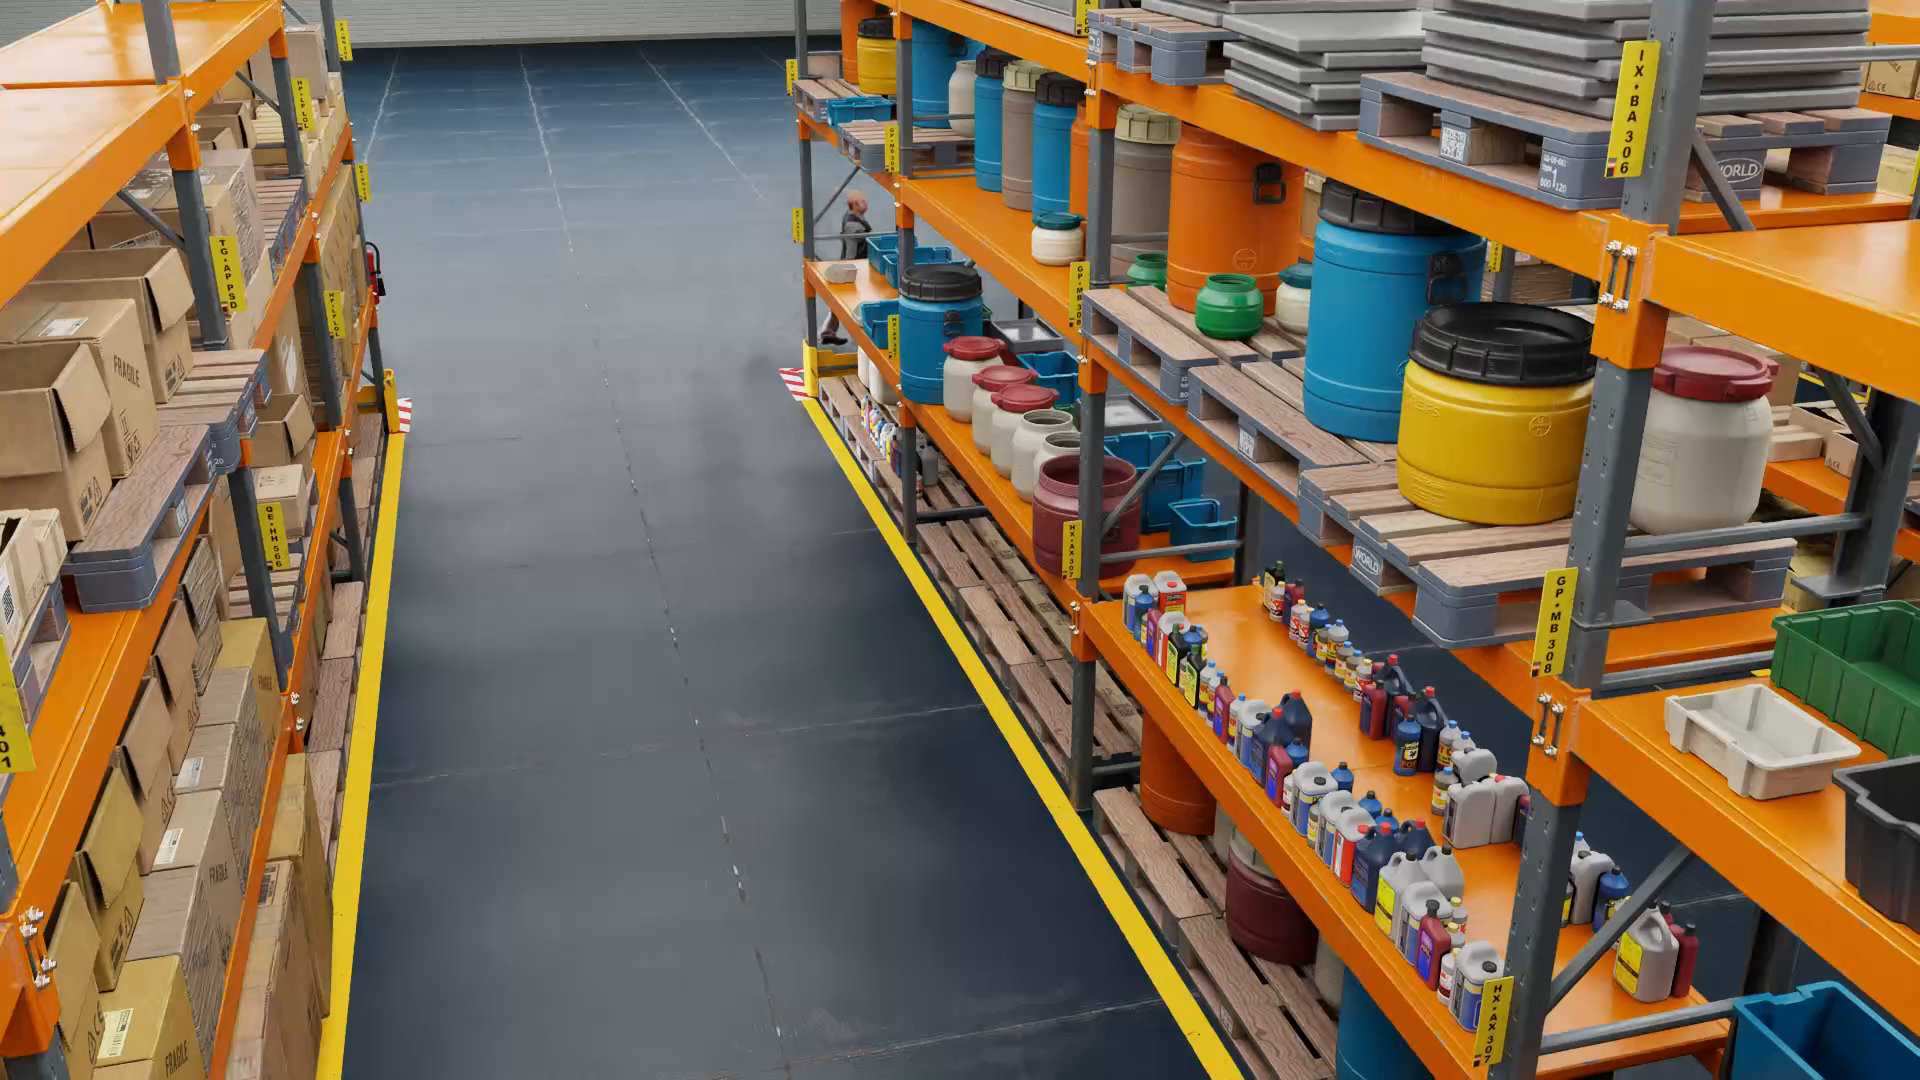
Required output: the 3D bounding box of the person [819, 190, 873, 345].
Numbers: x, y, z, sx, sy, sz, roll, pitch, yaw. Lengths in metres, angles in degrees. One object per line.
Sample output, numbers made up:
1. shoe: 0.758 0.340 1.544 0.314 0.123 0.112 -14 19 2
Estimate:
1. person: -1.007 -2.850 17.463 0.995 1.669 0.581 -5 23 -11
